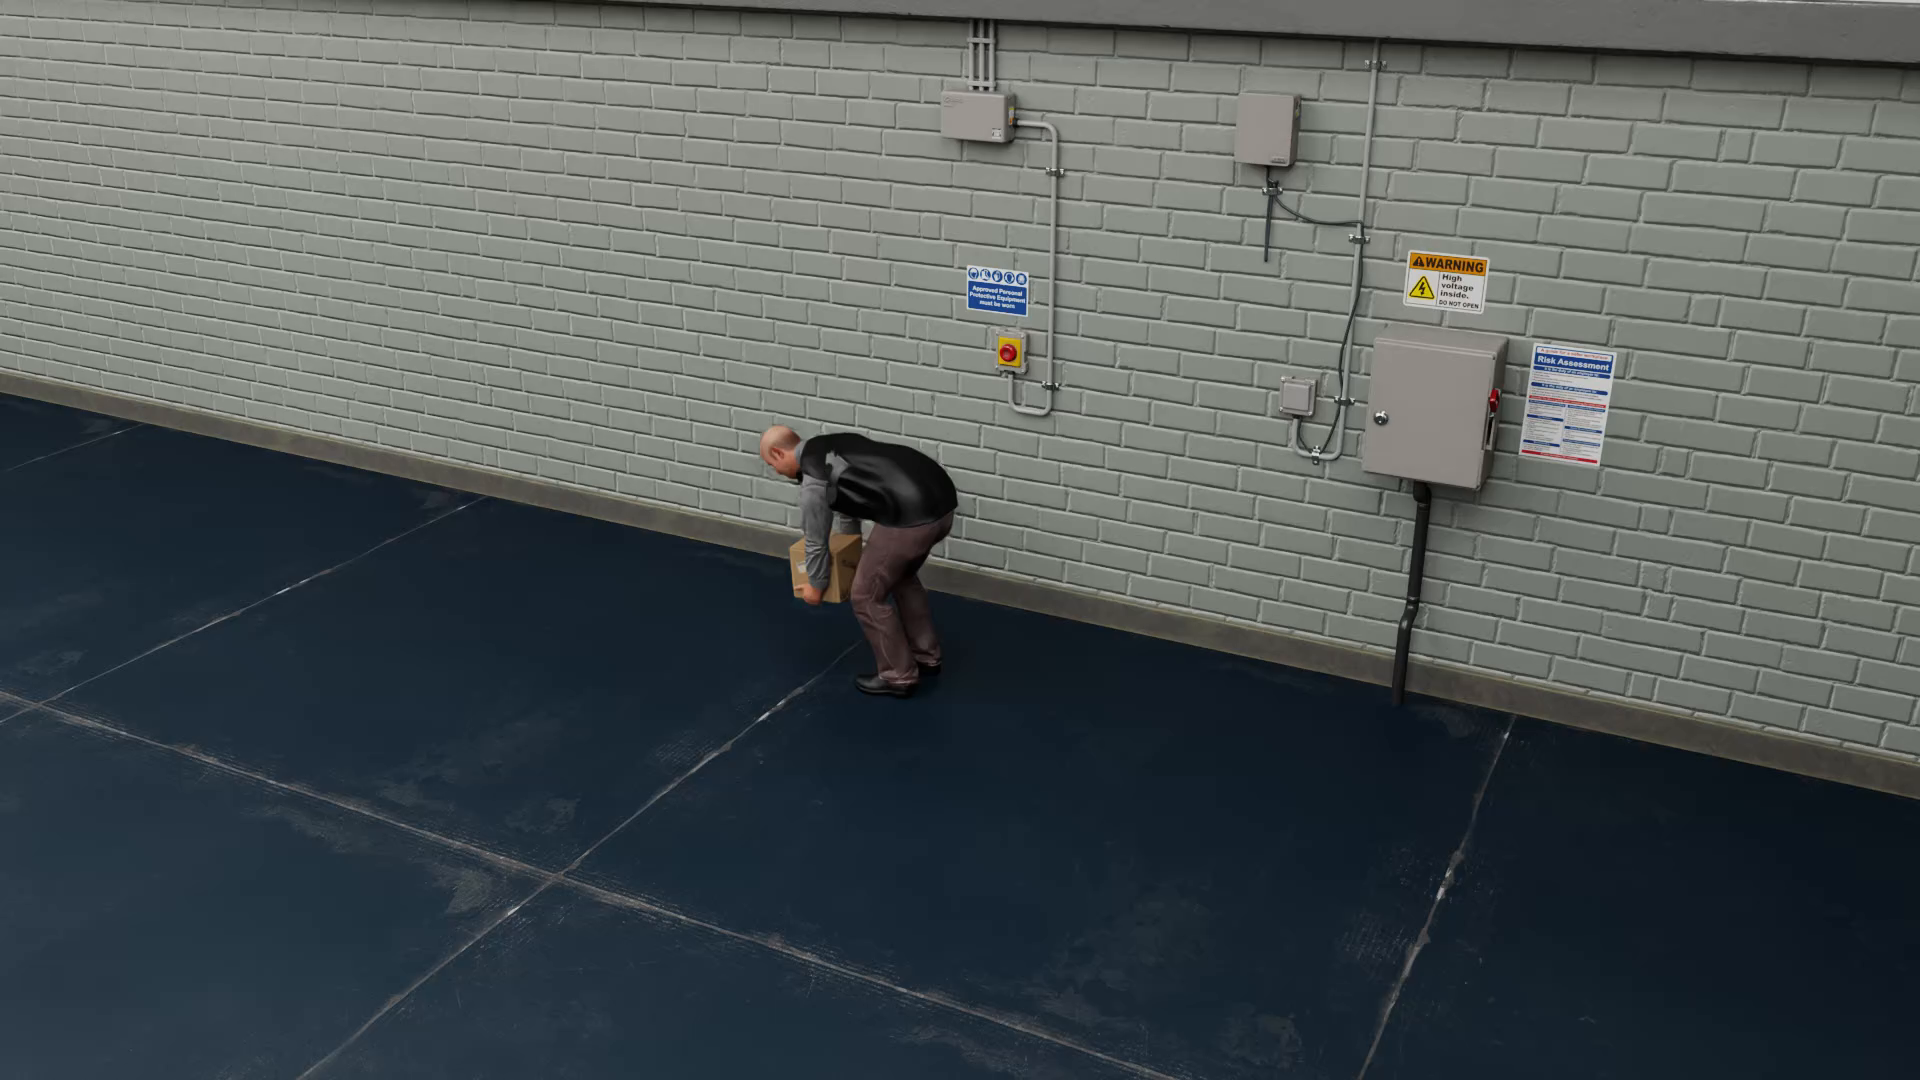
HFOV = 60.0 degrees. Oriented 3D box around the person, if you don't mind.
[{"bbox_3d":[-0.481,0.080,7.653,0.948,1.171,0.461,10,25,23],"label":"person"}]
